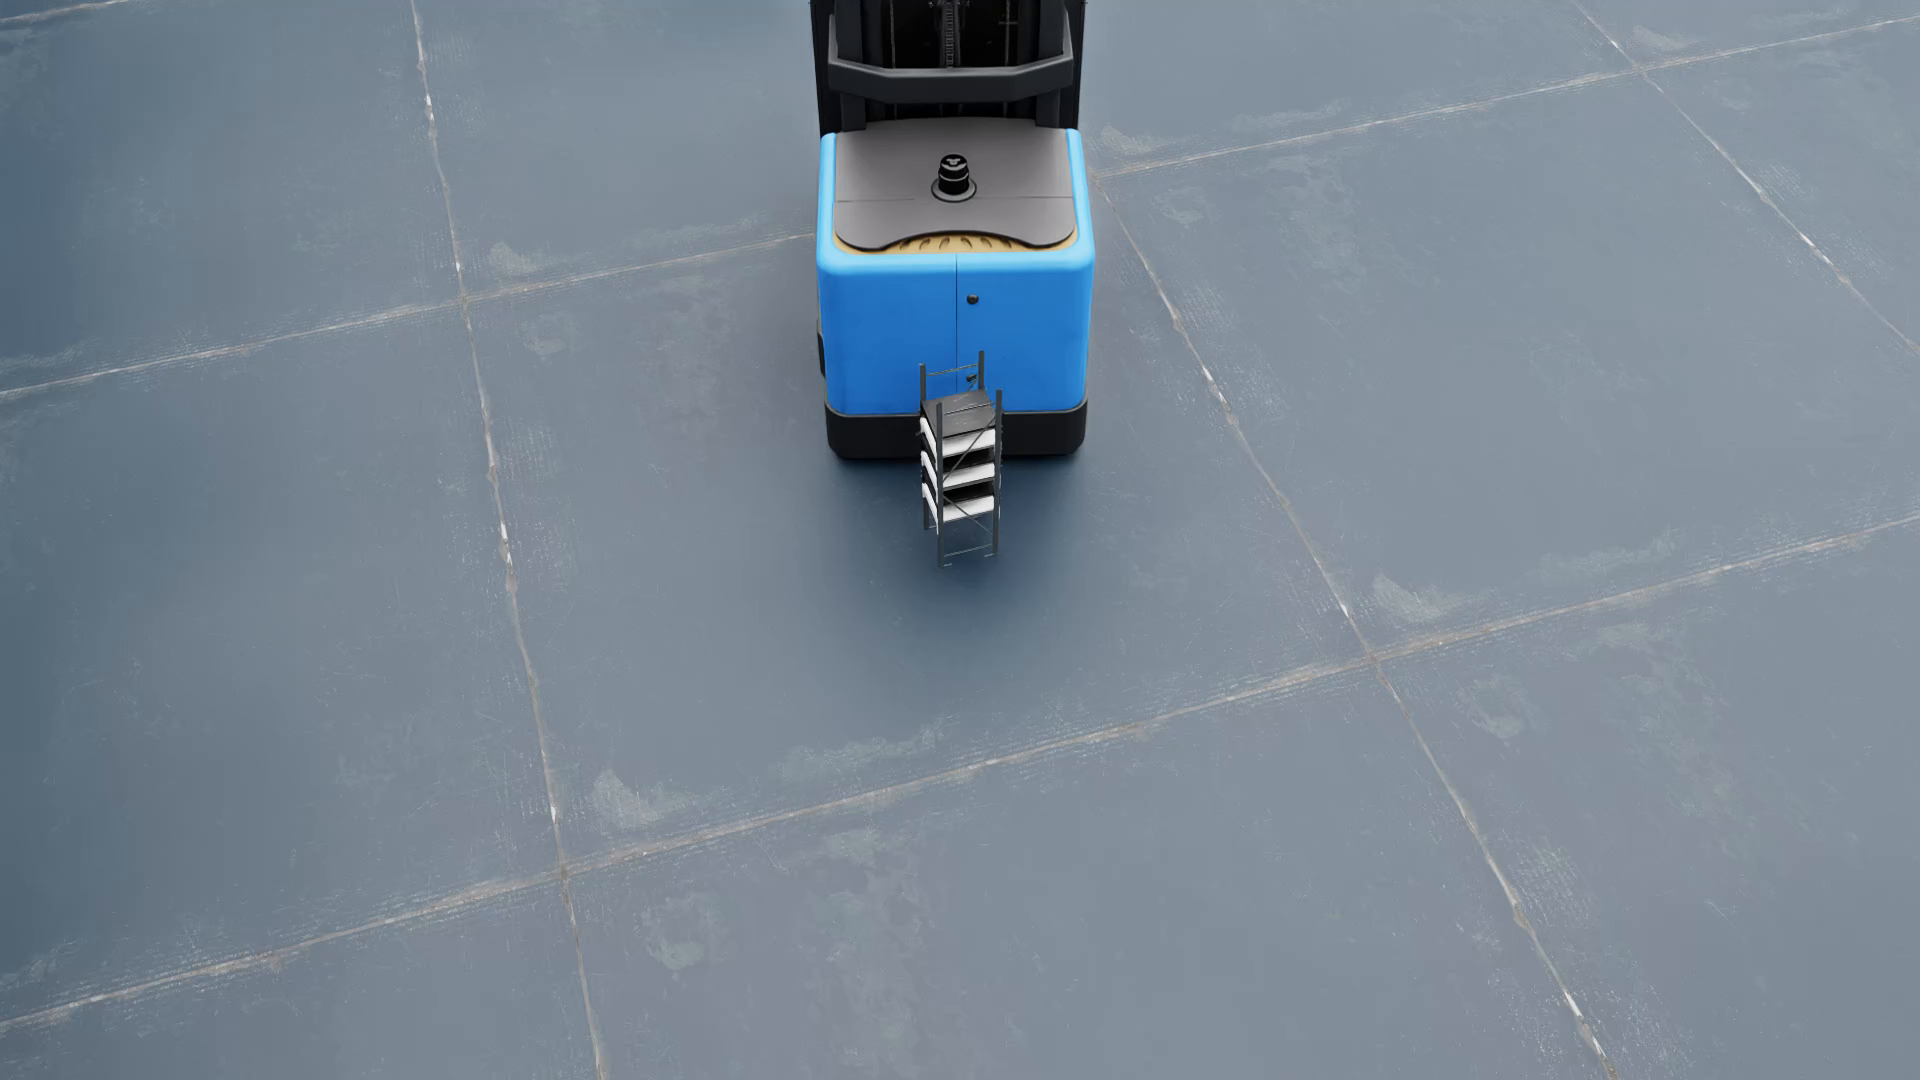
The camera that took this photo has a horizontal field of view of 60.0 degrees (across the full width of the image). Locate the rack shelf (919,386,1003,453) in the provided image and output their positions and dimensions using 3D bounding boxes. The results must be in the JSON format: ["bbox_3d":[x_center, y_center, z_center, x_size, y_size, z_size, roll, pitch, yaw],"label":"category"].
[{"bbox_3d":[0.002,-0.437,6.010,0.258,0.077,0.200,-13,51,-11],"label":"rack shelf"}]

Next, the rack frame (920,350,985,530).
[{"bbox_3d":[-0.028,-0.358,6.253,0.240,0.900,0.006,-13,51,-11],"label":"rack frame"}]

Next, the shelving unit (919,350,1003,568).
[{"bbox_3d":[0.002,-0.284,6.191,0.258,0.900,0.210,-13,51,-11],"label":"shelving unit"}]

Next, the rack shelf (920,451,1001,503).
[{"bbox_3d":[0.002,-0.263,6.216,0.258,0.077,0.200,-13,51,-11],"label":"rack shelf"}]

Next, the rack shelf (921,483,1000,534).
[{"bbox_3d":[0.002,-0.147,6.354,0.258,0.077,0.200,-13,51,-11],"label":"rack shelf"}]

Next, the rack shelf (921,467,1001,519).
[{"bbox_3d":[0.002,-0.205,6.285,0.258,0.077,0.200,-13,51,-11],"label":"rack shelf"}]

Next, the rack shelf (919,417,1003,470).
[{"bbox_3d":[0.002,-0.379,6.078,0.258,0.077,0.200,-13,51,-11],"label":"rack shelf"}]

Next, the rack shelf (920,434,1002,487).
[{"bbox_3d":[0.002,-0.321,6.147,0.258,0.077,0.200,-13,51,-11],"label":"rack shelf"}]

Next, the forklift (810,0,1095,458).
[{"bbox_3d":[-0.055,-2.395,6.641,1.130,2.935,3.031,-1,50,-1],"label":"forklift"}]

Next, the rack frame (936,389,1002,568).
[{"bbox_3d":[0.032,-0.210,6.128,0.240,0.900,0.006,-13,51,-11],"label":"rack frame"}]
